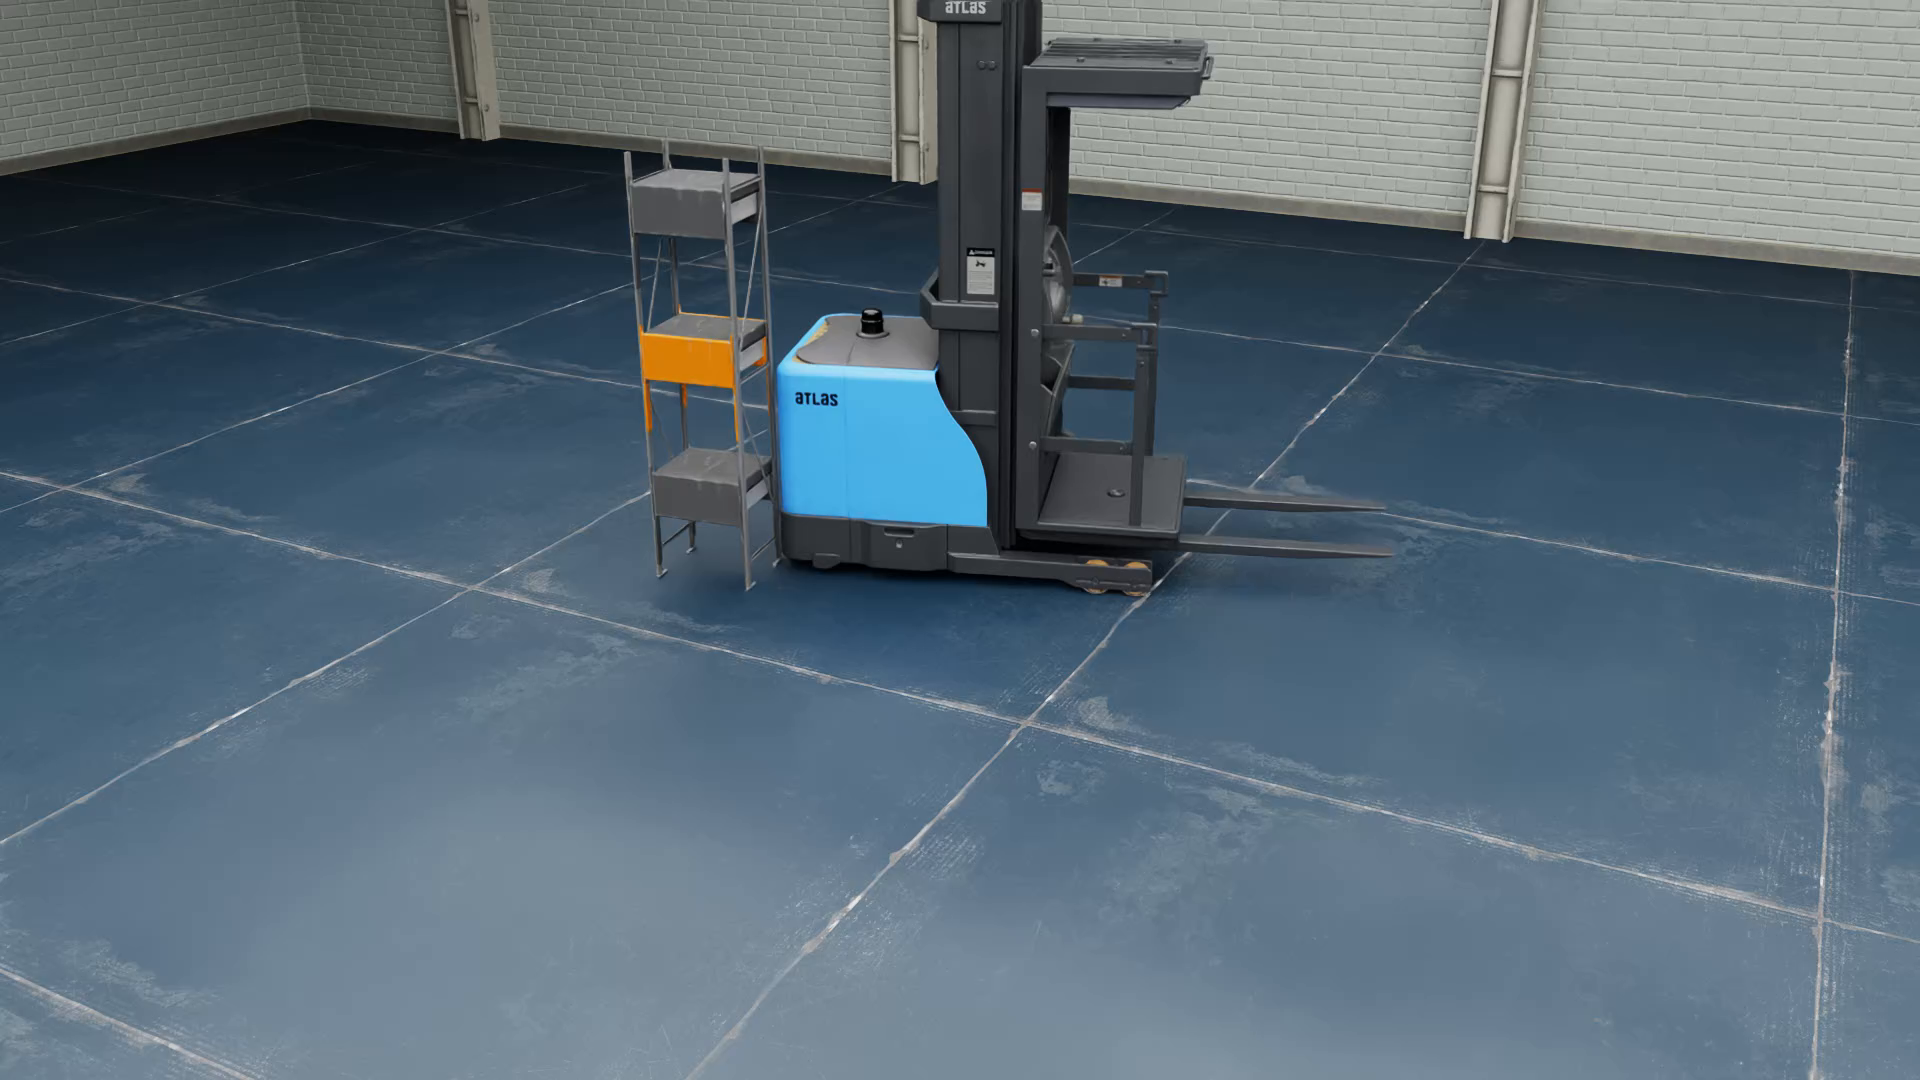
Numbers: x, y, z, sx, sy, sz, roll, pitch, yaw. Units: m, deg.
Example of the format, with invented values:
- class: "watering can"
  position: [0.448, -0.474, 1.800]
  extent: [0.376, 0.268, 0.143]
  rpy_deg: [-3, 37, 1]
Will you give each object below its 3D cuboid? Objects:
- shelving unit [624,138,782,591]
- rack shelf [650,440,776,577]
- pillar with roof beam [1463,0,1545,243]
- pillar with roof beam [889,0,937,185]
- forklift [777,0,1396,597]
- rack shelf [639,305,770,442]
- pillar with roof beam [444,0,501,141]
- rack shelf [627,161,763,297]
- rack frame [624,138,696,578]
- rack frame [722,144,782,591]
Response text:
- class: "shelving unit"
  position: [-1.213, -0.821, 7.997]
  extent: [0.503, 2.100, 0.431]
  rpy_deg: [7, 24, 17]
- class: "rack shelf"
  position: [-1.213, -0.164, 8.277]
  extent: [0.480, 0.518, 0.431]
  rpy_deg: [7, 24, 17]
- class: "pillar with roof beam"
  position: [2.925, -5.426, 10.011]
  extent: [0.400, 9.000, 9.100]
  rpy_deg: [11, 25, 25]
- class: "pillar with roof beam"
  position: [-2.430, -6.486, 12.502]
  extent: [0.400, 9.000, 9.100]
  rpy_deg: [11, 25, 25]
- class: "forklift"
  position: [0.662, -1.296, 8.052]
  extent: [3.031, 2.935, 1.130]
  rpy_deg: [4, 23, 9]
- class: "rack shelf"
  position: [-1.213, -0.808, 8.003]
  extent: [0.480, 0.518, 0.431]
  rpy_deg: [7, 24, 17]
- class: "pillar with roof beam"
  position: [-7.784, -7.545, 14.993]
  extent: [0.400, 9.000, 9.100]
  rpy_deg: [11, 25, 25]
- class: "rack shelf"
  position: [-1.213, -1.452, 7.729]
  extent: [0.480, 0.518, 0.431]
  rpy_deg: [7, 24, 17]
- class: "rack frame"
  position: [-1.445, -0.851, 8.068]
  extent: [0.015, 2.100, 0.400]
  rpy_deg: [7, 24, 17]
- class: "rack frame"
  position: [-0.981, -0.791, 7.927]
  extent: [0.015, 2.100, 0.400]
  rpy_deg: [7, 24, 17]
